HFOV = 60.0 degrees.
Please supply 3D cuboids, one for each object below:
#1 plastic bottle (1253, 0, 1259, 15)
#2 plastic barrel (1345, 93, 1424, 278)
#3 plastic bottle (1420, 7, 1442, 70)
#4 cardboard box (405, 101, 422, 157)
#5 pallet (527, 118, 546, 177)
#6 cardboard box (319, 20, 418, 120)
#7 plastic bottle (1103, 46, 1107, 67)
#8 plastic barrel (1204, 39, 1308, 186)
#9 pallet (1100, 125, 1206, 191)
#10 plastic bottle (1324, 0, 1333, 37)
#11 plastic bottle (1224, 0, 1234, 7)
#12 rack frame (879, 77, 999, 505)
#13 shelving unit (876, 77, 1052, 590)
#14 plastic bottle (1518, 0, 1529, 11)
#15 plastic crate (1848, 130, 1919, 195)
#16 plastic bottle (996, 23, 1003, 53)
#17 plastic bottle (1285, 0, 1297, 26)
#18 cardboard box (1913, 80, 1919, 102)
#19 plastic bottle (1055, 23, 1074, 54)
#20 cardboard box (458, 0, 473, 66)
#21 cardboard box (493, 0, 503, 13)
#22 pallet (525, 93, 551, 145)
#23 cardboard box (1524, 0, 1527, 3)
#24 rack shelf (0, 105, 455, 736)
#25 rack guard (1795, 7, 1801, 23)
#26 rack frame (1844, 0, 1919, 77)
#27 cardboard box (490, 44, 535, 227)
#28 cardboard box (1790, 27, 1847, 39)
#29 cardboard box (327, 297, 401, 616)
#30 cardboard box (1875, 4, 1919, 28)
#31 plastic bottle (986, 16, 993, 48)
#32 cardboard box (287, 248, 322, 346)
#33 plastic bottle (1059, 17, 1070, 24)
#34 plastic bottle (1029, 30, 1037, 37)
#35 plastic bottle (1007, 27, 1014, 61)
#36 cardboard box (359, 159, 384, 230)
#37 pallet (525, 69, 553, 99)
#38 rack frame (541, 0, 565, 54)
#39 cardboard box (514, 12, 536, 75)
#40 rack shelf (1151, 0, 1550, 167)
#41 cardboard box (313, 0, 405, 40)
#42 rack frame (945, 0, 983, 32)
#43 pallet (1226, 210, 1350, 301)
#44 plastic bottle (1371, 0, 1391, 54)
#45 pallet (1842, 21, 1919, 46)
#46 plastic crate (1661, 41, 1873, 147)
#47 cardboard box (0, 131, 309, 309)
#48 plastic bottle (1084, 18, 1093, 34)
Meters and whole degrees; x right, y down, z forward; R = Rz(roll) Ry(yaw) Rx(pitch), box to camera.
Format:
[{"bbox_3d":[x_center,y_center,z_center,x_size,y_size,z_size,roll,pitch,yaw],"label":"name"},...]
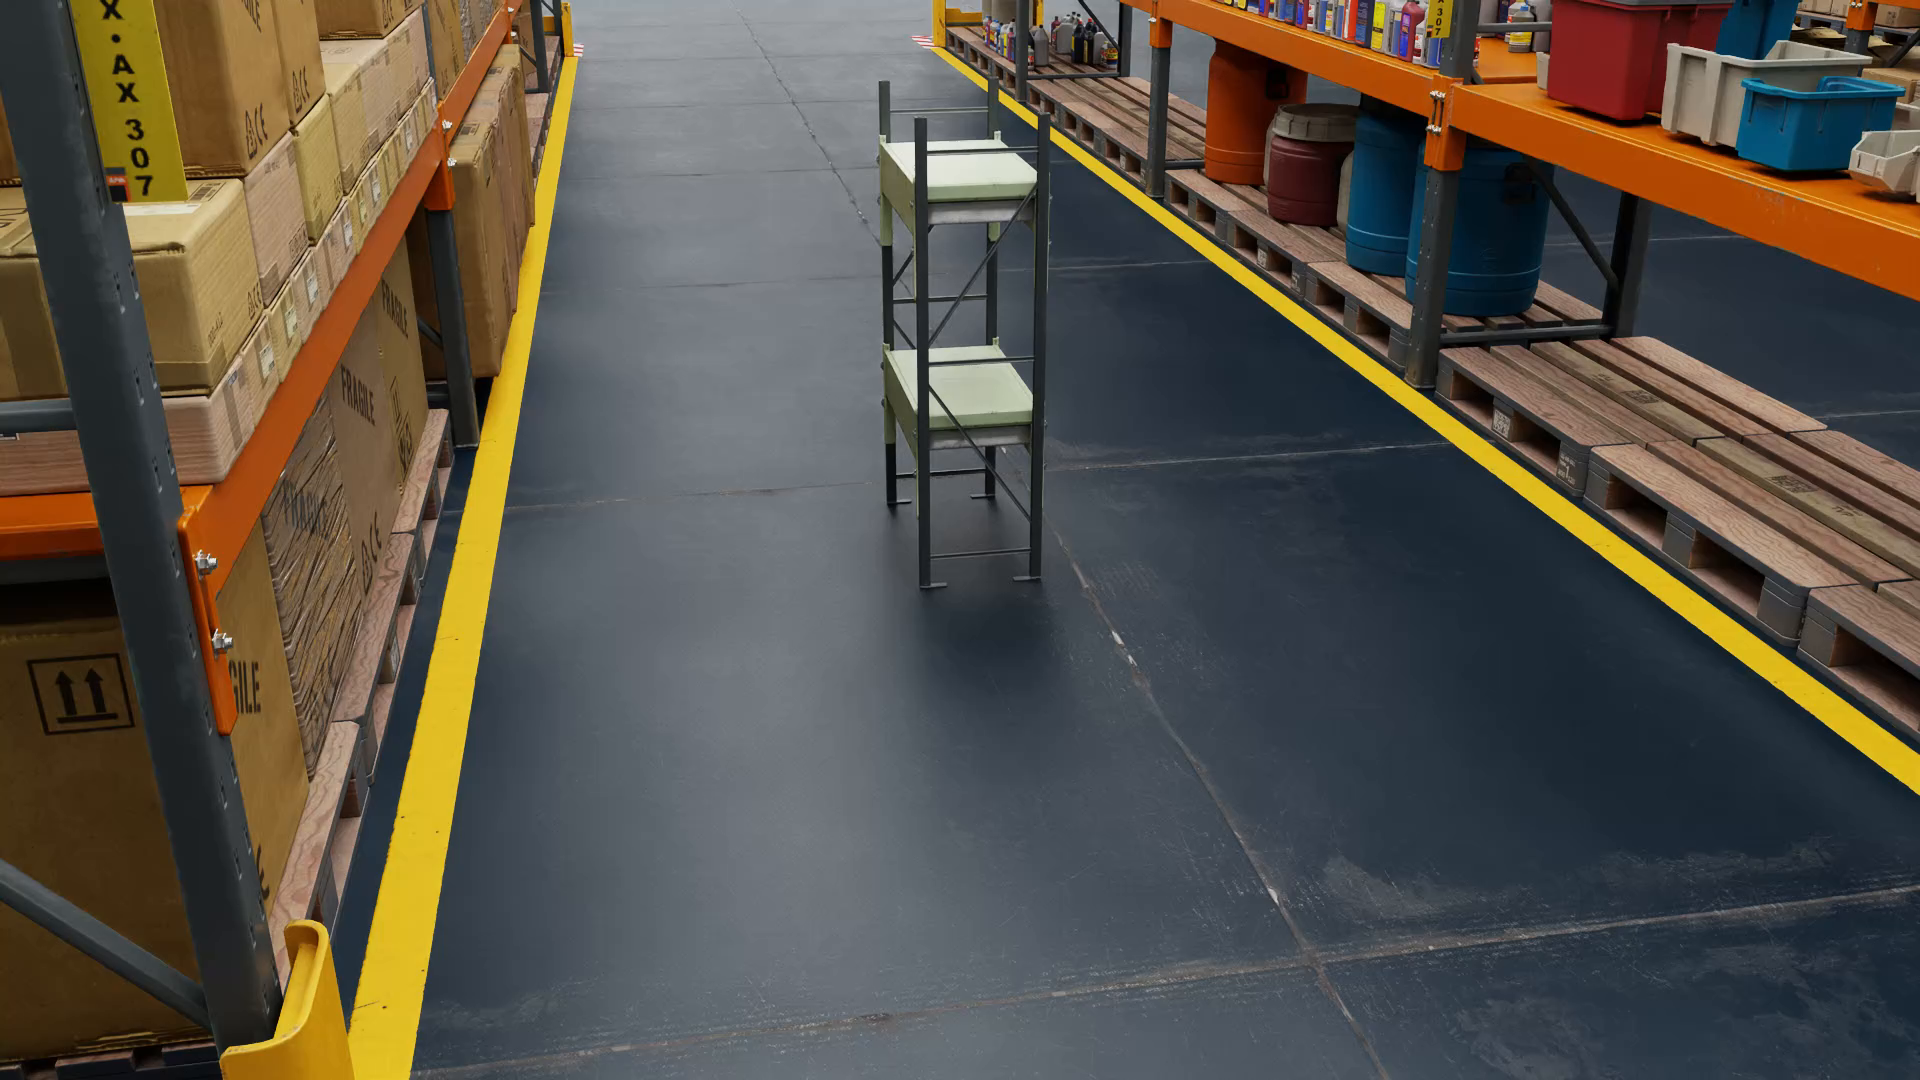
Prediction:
[{"bbox_3d":[1.651,-2.994,9.018,0.097,0.271,0.097,0,24,0],"label":"plastic bottle"},{"bbox_3d":[2.248,-1.810,8.243,0.600,0.901,0.708,-4,24,-10],"label":"plastic barrel"},{"bbox_3d":[2.072,-2.159,7.101,0.152,0.276,0.135,-4,24,-10],"label":"plastic bottle"},{"bbox_3d":[-1.932,-1.305,5.305,0.380,0.149,0.250,-5,24,-11],"label":"cardboard box"},{"bbox_3d":[-3.510,-2.800,11.898,1.003,0.211,1.213,-4,24,-10],"label":"pallet"},{"bbox_3d":[-1.967,-1.428,5.089,0.500,0.250,0.500,-4,24,-8],"label":"cardboard box"},{"bbox_3d":[1.336,-4.349,14.906,0.097,0.201,0.097,0,24,0],"label":"plastic bottle"},{"bbox_3d":[1.830,-2.665,10.291,0.600,0.830,0.708,-4,24,-10],"label":"plastic barrel"},{"bbox_3d":[1.618,-2.688,11.641,1.003,0.211,1.213,-4,24,-10],"label":"pallet"},{"bbox_3d":[1.838,-2.564,8.120,0.097,0.201,0.097,0,24,0],"label":"plastic bottle"},{"bbox_3d":[1.551,-3.173,9.412,0.061,0.283,0.133,-4,24,-10],"label":"plastic bottle"},{"bbox_3d":[-0.069,-0.834,5.785,0.400,1.500,0.023,-4,24,-10],"label":"rack frame"},{"bbox_3d":[-0.001,-0.690,5.456,0.431,1.500,0.755,-4,24,-10],"label":"shelving unit"},{"bbox_3d":[2.671,-2.434,7.824,0.097,0.201,0.097,0,24,0],"label":"plastic bottle"},{"bbox_3d":[2.686,-1.064,4.692,0.298,0.136,0.250,-4,24,-10],"label":"plastic crate"},{"bbox_3d":[0.392,-4.766,15.774,0.097,0.271,0.097,0,24,0],"label":"plastic bottle"},{"bbox_3d":[1.767,-2.833,8.550,0.144,0.351,0.185,-4,24,-10],"label":"plastic bottle"},{"bbox_3d":[6.497,-2.674,10.698,0.500,0.500,0.500,-5,24,-12],"label":"cardboard box"},{"bbox_3d":[0.987,-4.754,15.740,0.152,0.276,0.135,-4,24,-10],"label":"plastic bottle"},{"bbox_3d":[-2.430,-2.358,7.277,0.500,0.500,0.500,-5,24,-11],"label":"cardboard box"},{"bbox_3d":[-2.810,-3.162,9.117,0.500,0.500,0.500,-4,24,-8],"label":"cardboard box"},{"bbox_3d":[-3.739,-3.281,12.999,1.003,0.211,1.213,-4,24,-10],"label":"pallet"},{"bbox_3d":[5.470,-5.237,15.966,0.500,0.500,0.500,-4,24,-10],"label":"cardboard box"},{"bbox_3d":[-2.035,-0.602,4.280,1.077,0.370,4.000,-4,24,-10],"label":"rack shelf"},{"bbox_3d":[9.994,-6.363,19.694,1.175,0.500,0.348,-4,24,-10],"label":"rack guard"},{"bbox_3d":[6.591,-4.023,11.215,1.000,3.000,0.127,-4,24,-10],"label":"rack frame"},{"bbox_3d":[-3.038,-2.238,9.255,1.225,0.875,0.875,-5,24,-12],"label":"cardboard box"},{"bbox_3d":[6.586,-3.847,13.021,0.500,0.311,0.500,-5,24,-11],"label":"cardboard box"},{"bbox_3d":[-2.195,-0.318,4.860,0.875,0.875,0.875,-4,24,-10],"label":"cardboard box"},{"bbox_3d":[10.211,-5.799,17.854,0.700,0.500,0.500,-6,24,-13],"label":"cardboard box"},{"bbox_3d":[0.296,-4.935,16.146,0.061,0.283,0.133,-4,24,-9],"label":"plastic bottle"},{"bbox_3d":[-1.553,-0.498,3.456,0.380,0.149,0.250,-5,24,-11],"label":"cardboard box"},{"bbox_3d":[1.034,-4.967,16.229,0.152,0.276,0.135,-4,24,-9],"label":"plastic bottle"},{"bbox_3d":[0.686,-4.513,15.190,0.152,0.276,0.135,-4,24,-10],"label":"plastic bottle"},{"bbox_3d":[0.474,-4.557,15.280,0.061,0.283,0.133,-3,24,-6],"label":"plastic bottle"},{"bbox_3d":[-1.743,-0.902,4.381,0.380,0.149,0.250,-4,24,-9],"label":"cardboard box"},{"bbox_3d":[-4.043,-3.849,14.299,1.003,0.211,1.213,-4,24,-10],"label":"pallet"},{"bbox_3d":[-4.624,-6.438,16.744,1.000,3.000,0.127,-4,24,-10],"label":"rack frame"},{"bbox_3d":[-4.032,-4.297,14.440,0.500,0.500,0.500,3,24,7],"label":"cardboard box"},{"bbox_3d":[2.093,-2.542,8.721,1.077,0.370,4.000,-4,24,-10],"label":"rack shelf"},{"bbox_3d":[-1.969,-1.771,4.937,0.500,0.500,0.500,-4,24,-9],"label":"cardboard box"},{"bbox_3d":[0.243,-6.805,17.583,1.000,3.000,0.127,-4,24,-10],"label":"rack frame"},{"bbox_3d":[2.132,-1.595,9.137,1.003,0.211,1.213,-4,24,-10],"label":"pallet"},{"bbox_3d":[1.971,-2.400,7.558,0.144,0.351,0.185,-4,24,-10],"label":"plastic bottle"},{"bbox_3d":[10.331,-5.429,17.918,1.003,0.211,1.213,-4,24,-10],"label":"pallet"},{"bbox_3d":[2.564,-1.444,5.381,0.437,0.282,0.530,-4,24,-10],"label":"plastic crate"},{"bbox_3d":[-1.591,-0.625,3.250,0.500,0.250,0.500,-5,24,-10],"label":"cardboard box"},{"bbox_3d":[1.207,-4.642,15.390,0.144,0.351,0.185,-5,24,-12],"label":"plastic bottle"}]
